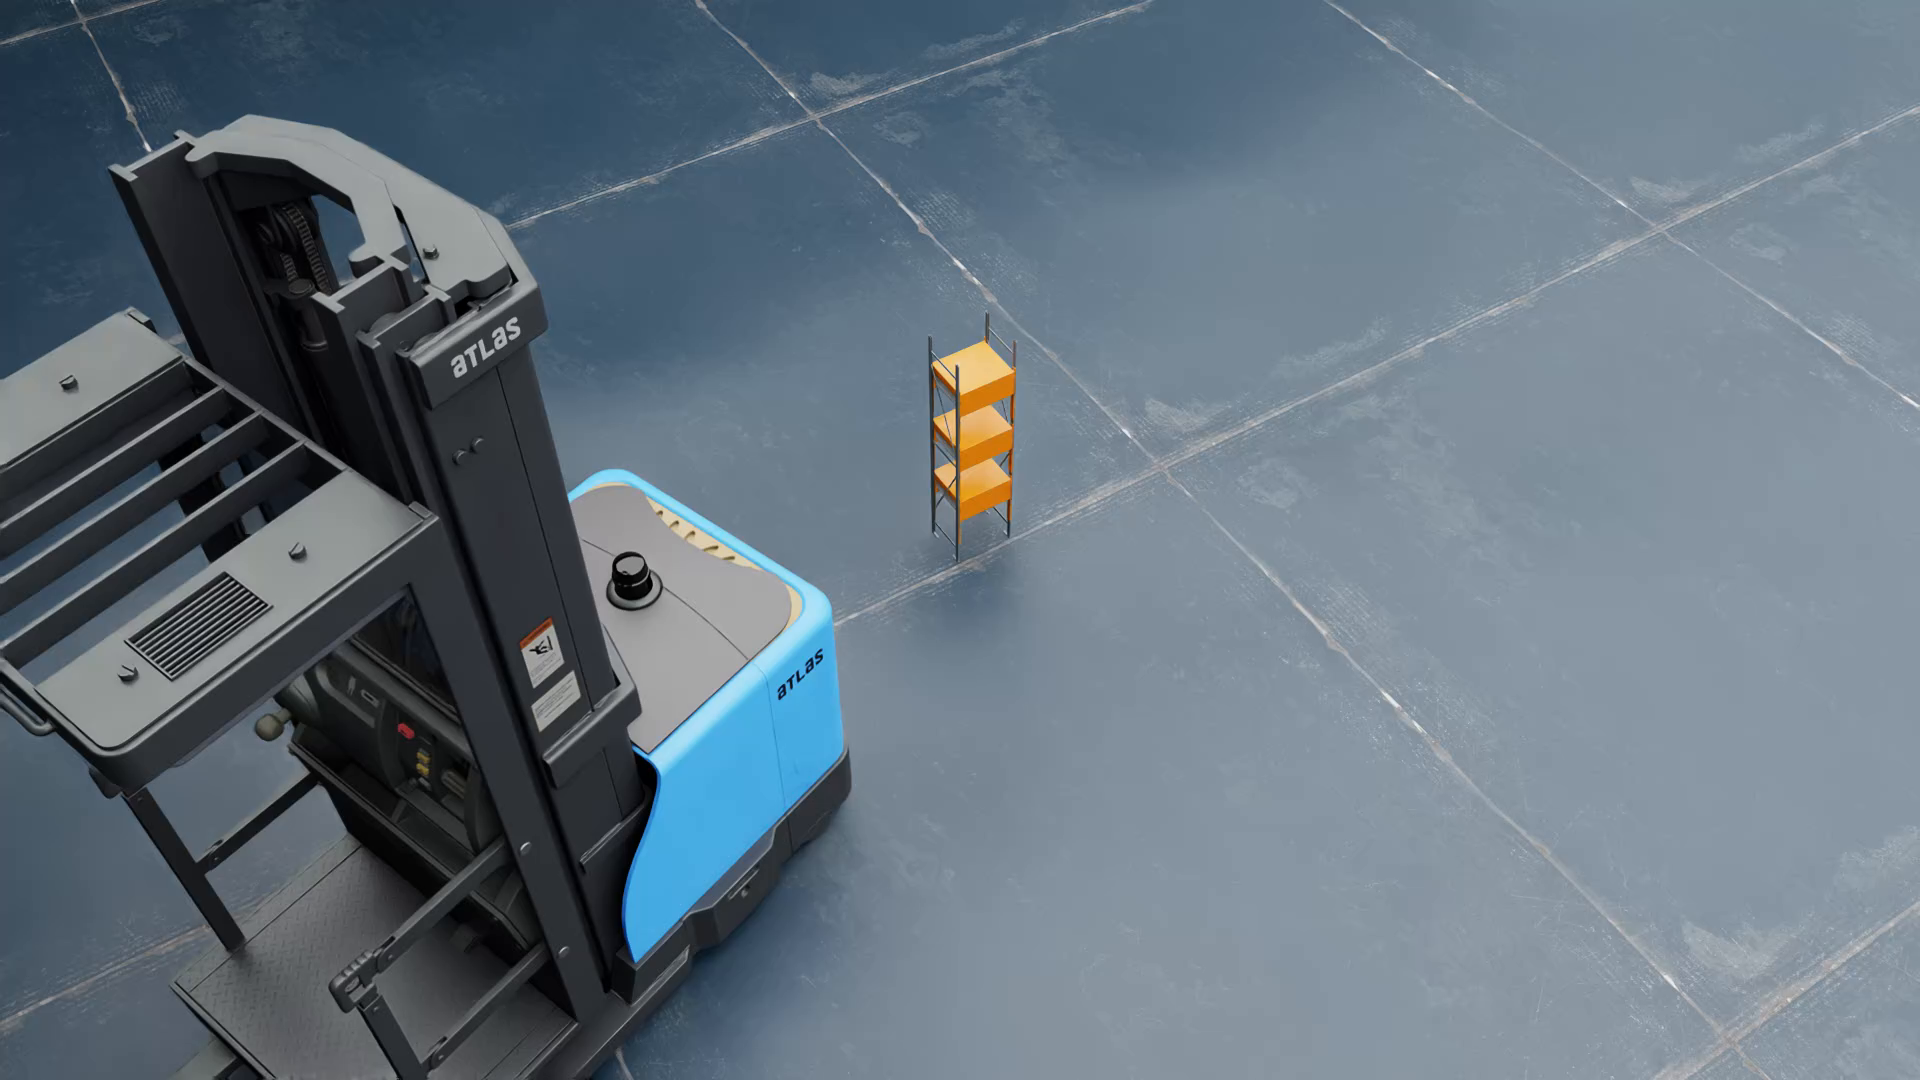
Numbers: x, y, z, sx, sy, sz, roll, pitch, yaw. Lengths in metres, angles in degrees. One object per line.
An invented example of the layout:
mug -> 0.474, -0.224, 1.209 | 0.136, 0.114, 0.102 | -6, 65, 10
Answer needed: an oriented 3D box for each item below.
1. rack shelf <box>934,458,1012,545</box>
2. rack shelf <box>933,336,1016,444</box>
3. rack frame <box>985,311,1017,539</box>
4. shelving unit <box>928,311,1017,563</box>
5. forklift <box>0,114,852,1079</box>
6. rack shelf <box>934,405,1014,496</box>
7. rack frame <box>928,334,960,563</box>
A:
rack shelf -> 0.045, -0.179, 6.538 | 0.240, 0.259, 0.215 | -25, 53, -21
rack shelf -> 0.045, -0.552, 6.118 | 0.240, 0.259, 0.215 | -25, 53, -21
rack frame -> 0.148, -0.419, 6.366 | 0.008, 1.050, 0.200 | -25, 53, -21
shelving unit -> 0.045, -0.370, 6.322 | 0.252, 1.050, 0.215 | -25, 53, -21
forklift -> -1.682, 0.568, 4.227 | 1.130, 2.935, 3.031 | 30, 55, 24
rack shelf -> 0.045, -0.363, 6.330 | 0.240, 0.259, 0.215 | -25, 53, -21
rack frame -> -0.058, -0.322, 6.279 | 0.008, 1.050, 0.200 | -25, 53, -21
